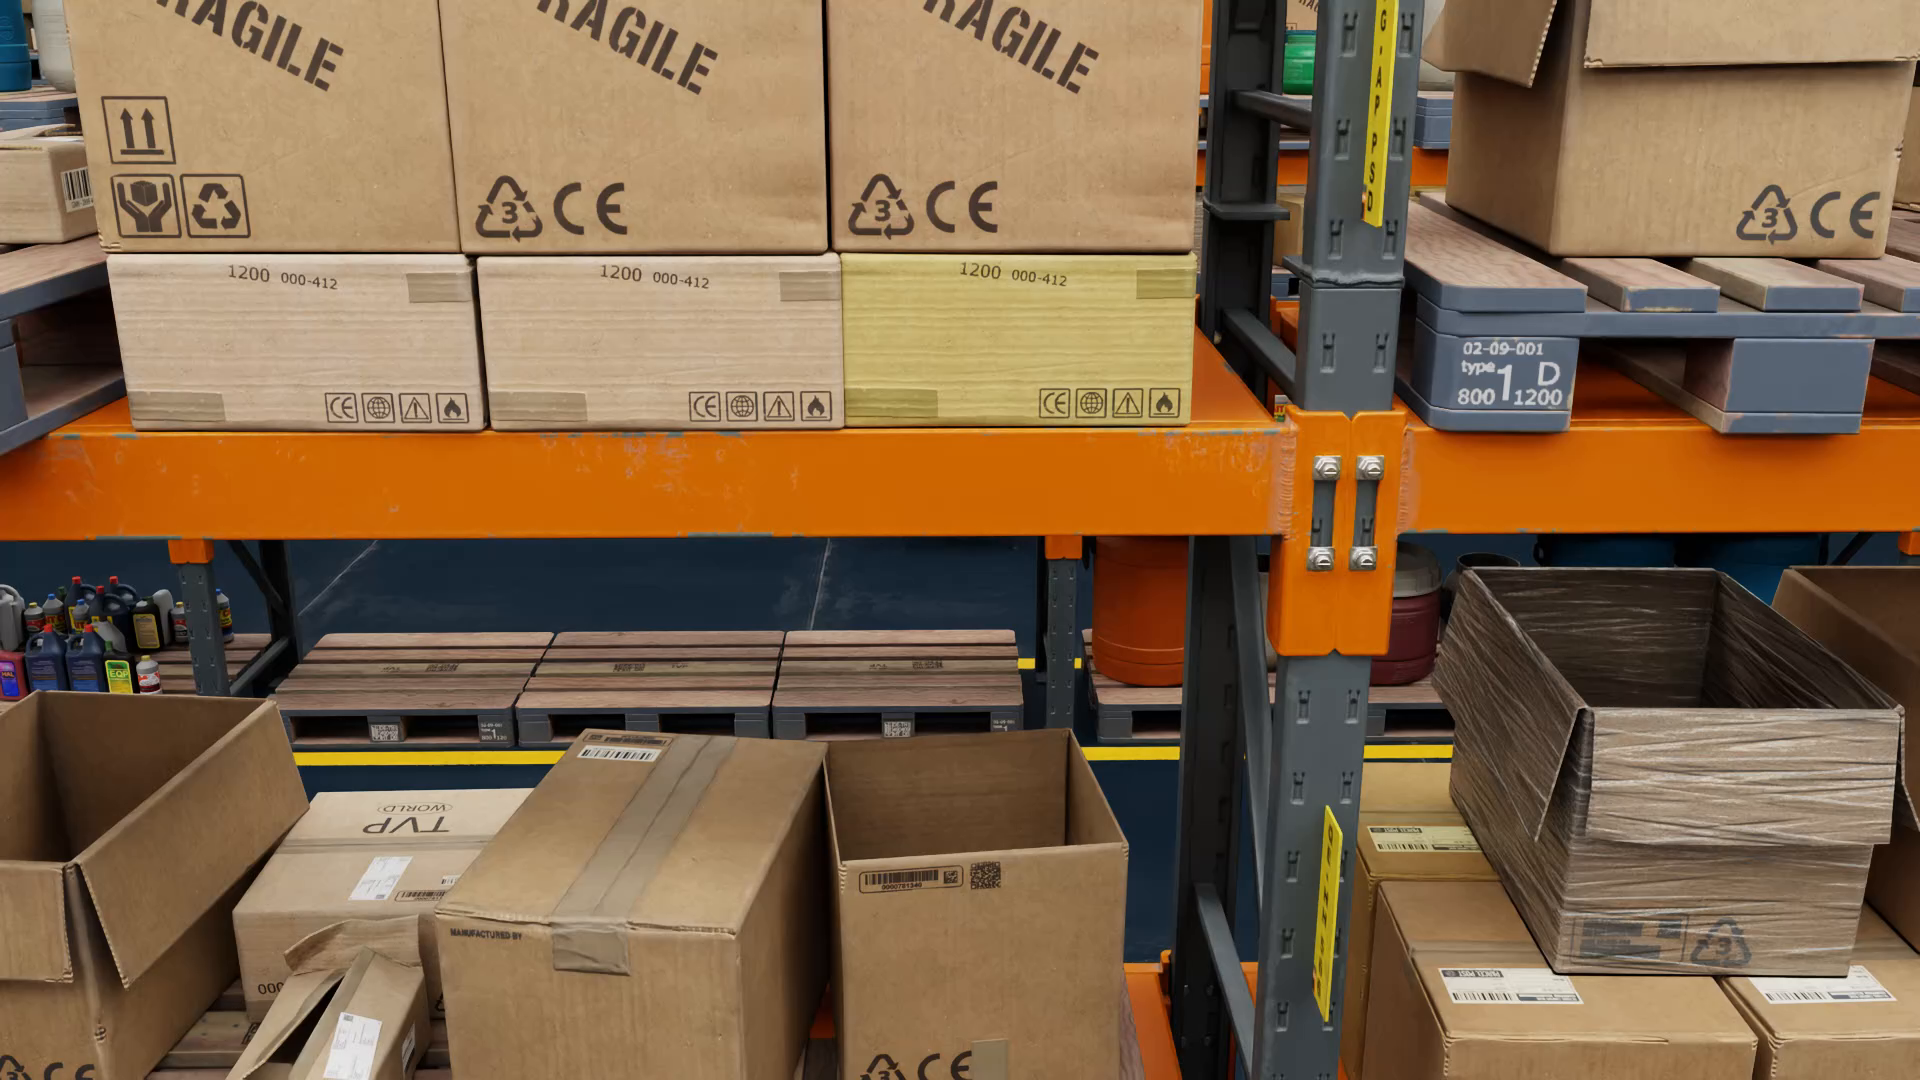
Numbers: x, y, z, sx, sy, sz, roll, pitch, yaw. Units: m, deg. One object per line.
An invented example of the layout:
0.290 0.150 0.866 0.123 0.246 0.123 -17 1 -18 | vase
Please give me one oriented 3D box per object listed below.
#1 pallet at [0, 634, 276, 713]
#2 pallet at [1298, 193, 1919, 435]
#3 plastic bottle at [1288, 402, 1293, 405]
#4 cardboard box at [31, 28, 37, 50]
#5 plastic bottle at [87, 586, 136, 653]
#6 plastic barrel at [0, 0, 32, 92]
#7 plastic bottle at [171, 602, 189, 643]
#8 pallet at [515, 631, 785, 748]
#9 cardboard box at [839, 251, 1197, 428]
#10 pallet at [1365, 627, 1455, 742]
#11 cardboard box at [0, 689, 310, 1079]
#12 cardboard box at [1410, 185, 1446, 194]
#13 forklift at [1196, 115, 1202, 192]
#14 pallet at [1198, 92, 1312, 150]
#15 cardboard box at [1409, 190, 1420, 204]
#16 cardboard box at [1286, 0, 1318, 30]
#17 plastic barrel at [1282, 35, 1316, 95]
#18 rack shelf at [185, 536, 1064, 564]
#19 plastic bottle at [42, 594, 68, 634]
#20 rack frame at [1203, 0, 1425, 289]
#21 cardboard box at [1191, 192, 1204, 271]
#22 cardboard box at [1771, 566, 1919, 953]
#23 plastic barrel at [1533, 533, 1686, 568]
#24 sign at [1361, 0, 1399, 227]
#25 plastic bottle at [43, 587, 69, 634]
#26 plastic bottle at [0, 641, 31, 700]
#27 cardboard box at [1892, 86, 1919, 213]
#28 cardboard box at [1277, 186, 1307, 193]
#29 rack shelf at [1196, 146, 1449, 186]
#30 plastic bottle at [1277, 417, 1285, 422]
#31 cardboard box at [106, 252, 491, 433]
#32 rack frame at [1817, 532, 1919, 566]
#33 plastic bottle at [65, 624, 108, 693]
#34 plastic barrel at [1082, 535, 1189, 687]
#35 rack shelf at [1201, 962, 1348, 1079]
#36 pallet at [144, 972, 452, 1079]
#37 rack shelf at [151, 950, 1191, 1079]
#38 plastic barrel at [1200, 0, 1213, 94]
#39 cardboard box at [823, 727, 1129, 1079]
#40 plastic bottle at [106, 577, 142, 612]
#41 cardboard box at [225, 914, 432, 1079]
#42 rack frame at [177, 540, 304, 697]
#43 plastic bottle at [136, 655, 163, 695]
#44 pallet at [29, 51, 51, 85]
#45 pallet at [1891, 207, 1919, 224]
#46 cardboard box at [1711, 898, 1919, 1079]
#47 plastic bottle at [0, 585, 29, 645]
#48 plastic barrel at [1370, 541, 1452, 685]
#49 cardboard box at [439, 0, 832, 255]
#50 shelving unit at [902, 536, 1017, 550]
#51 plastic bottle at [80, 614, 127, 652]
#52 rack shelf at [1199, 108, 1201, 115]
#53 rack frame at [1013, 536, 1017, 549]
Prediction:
-4.202 0.750 8.363 1.213 0.211 1.003 0 18 -1 | pallet
1.191 -0.432 2.883 1.003 0.211 1.213 1 18 2 | pallet
1.701 -0.623 8.406 0.097 0.201 0.097 0 18 0 | plastic bottle
-6.424 -3.589 11.908 0.250 0.149 0.380 0 18 -1 | cardboard box
-4.341 0.405 8.491 0.185 0.351 0.144 0 18 -1 | plastic bottle
-4.526 -2.463 7.396 0.708 0.901 0.600 0 18 -1 | plastic barrel
-4.058 0.424 8.678 0.097 0.201 0.097 0 18 0 | plastic bottle
-1.522 0.737 8.404 1.213 0.211 1.003 0 18 -1 | pallet
0.077 -0.354 2.576 0.500 0.250 0.500 0 18 -1 | cardboard box
2.475 0.719 8.461 1.213 0.211 1.003 0 18 -1 | pallet
-1.719 0.659 3.226 0.637 0.503 0.797 2 18 5 | cardboard box
4.856 -3.773 17.407 0.700 0.700 0.980 0 18 0 | cardboard box
1.788 -2.967 15.498 1.130 2.935 3.031 2 18 6 | forklift
1.236 -1.900 7.457 1.213 0.211 1.003 0 18 -1 | pallet
3.231 -2.410 12.800 0.500 0.500 0.700 3 18 8 | cardboard box
2.557 -3.856 12.231 0.600 0.600 0.600 -1 18 -3 | cardboard box
1.533 -2.077 7.266 0.294 0.245 0.294 0 18 0 | plastic barrel
-1.530 -0.235 8.048 4.000 0.370 1.077 0 18 -1 | rack shelf
-4.678 0.412 8.600 0.097 0.271 0.097 0 18 0 | plastic bottle
0.548 -1.931 2.336 0.127 3.000 1.000 0 18 -1 | rack frame
1.941 -2.331 12.553 0.500 0.500 0.700 3 18 10 | cardboard box
1.931 0.399 3.087 0.637 0.503 0.797 0 18 0 | cardboard box
3.217 0.193 8.282 0.708 0.901 0.600 0 18 -1 | plastic barrel
0.555 -0.583 2.198 0.005 0.325 0.100 0 18 -1 | sign
-4.698 0.382 8.673 0.133 0.283 0.061 1 18 2 | plastic bottle
-4.523 0.621 7.926 0.133 0.283 0.061 1 18 3 | plastic bottle
2.019 -0.807 2.889 0.500 0.500 0.500 1 18 2 | cardboard box
3.346 -3.747 17.133 0.500 0.500 0.500 0 18 0 | cardboard box
2.470 -1.683 7.650 4.000 0.370 1.077 0 18 -1 | rack shelf
1.505 -0.424 7.650 0.133 0.283 0.061 0 18 -1 | plastic bottle
-0.921 -0.346 2.551 0.500 0.250 0.500 0 18 1 | cardboard box
4.470 -0.607 8.028 0.127 3.000 1.000 0 18 -1 | rack frame
-4.169 0.575 7.961 0.185 0.351 0.144 -1 18 -2 | plastic bottle
0.959 0.238 8.259 0.708 0.830 0.600 0 18 -1 | plastic barrel
2.548 1.258 3.392 4.000 0.370 1.077 0 18 -1 | rack shelf
-1.430 1.039 3.213 1.213 0.211 1.003 0 18 -1 | pallet
-1.451 1.278 3.332 4.000 0.370 1.077 0 18 -1 | rack shelf
1.038 -2.422 7.386 0.708 0.830 0.600 0 18 -1 | plastic barrel
0.009 0.693 3.127 0.500 0.500 0.500 -2 18 -8 | cardboard box
-4.343 0.361 8.628 0.185 0.351 0.144 0 18 1 | plastic bottle
-1.115 0.880 2.927 0.258 0.266 0.396 -1 18 -2 | cardboard box
-3.529 -0.568 7.908 0.127 3.000 1.000 0 18 -1 | rack frame
-3.887 0.652 7.966 0.097 0.201 0.097 0 18 0 | plastic bottle
-6.896 -3.443 12.105 1.213 0.211 1.003 0 18 -1 | pallet
2.309 -0.439 2.903 1.213 0.211 1.003 1 18 2 | pallet
1.554 0.955 2.995 0.500 0.500 0.500 -1 18 -2 | cardboard box
-4.957 0.364 8.619 0.185 0.351 0.144 0 18 -1 | plastic bottle
2.088 0.348 8.313 0.708 0.588 0.600 0 18 -1 | plastic barrel
-0.437 -0.704 2.439 0.500 0.500 0.500 0 18 -1 | cardboard box
-0.007 -0.714 10.818 0.755 1.500 0.431 0 18 -1 | shelving unit
-4.171 0.531 8.098 0.185 0.351 0.144 0 18 -1 | plastic bottle
2.395 -3.196 12.366 4.000 0.370 1.077 0 18 -1 | rack shelf
0.359 -0.716 10.824 0.023 1.500 0.400 0 18 -1 | rack frame
